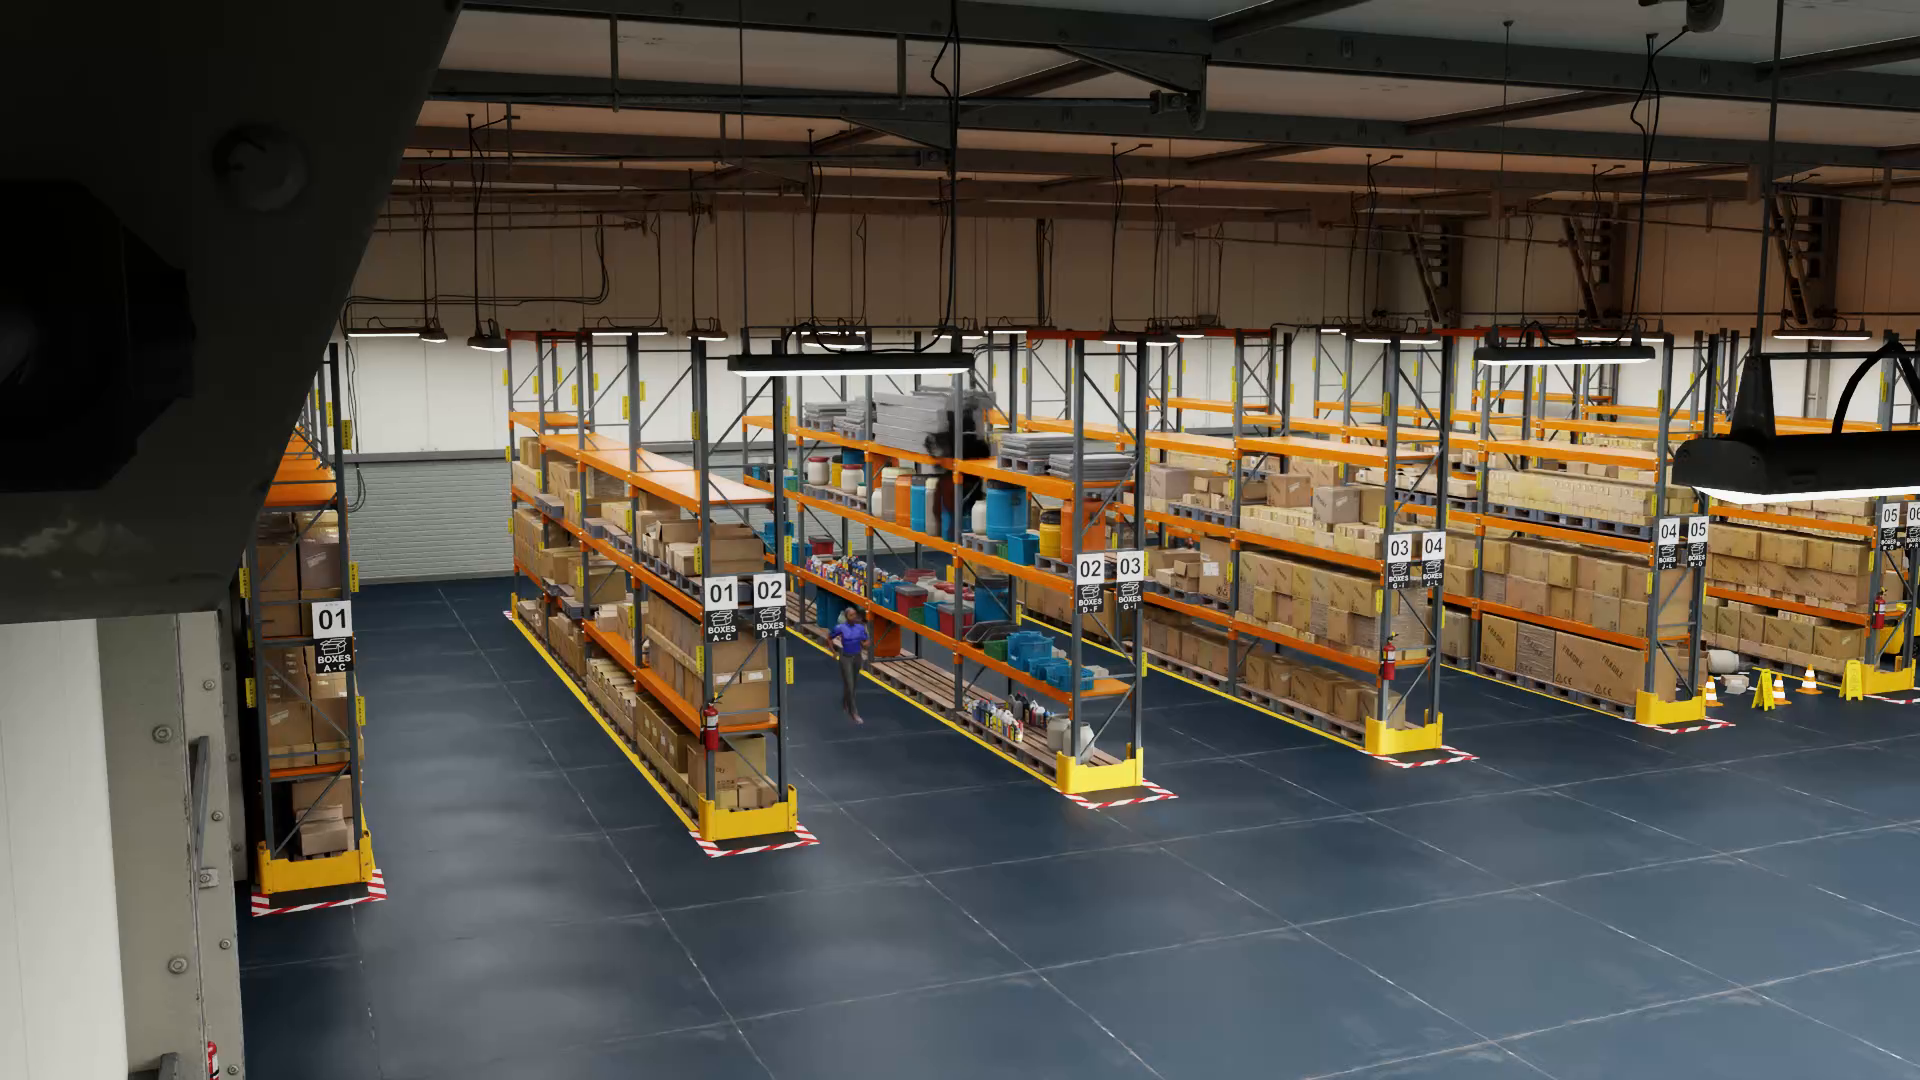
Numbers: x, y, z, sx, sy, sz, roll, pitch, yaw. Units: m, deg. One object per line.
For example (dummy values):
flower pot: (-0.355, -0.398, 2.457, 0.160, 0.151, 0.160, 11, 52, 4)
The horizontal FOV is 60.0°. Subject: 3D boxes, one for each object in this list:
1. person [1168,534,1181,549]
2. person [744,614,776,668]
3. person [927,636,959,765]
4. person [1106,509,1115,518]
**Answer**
person: (4.314, 0.794, 34.182, 0.677, 1.833, 0.912, -5, 9, -31)
person: (-3.502, 1.584, 28.749, 0.539, 1.553, 0.840, -5, 9, -34)
person: (-0.199, 2.182, 22.620, 0.555, 1.762, 0.669, -5, 9, -33)
person: (3.584, -0.093, 41.099, 0.717, 1.753, 0.661, -7, 11, -43)
